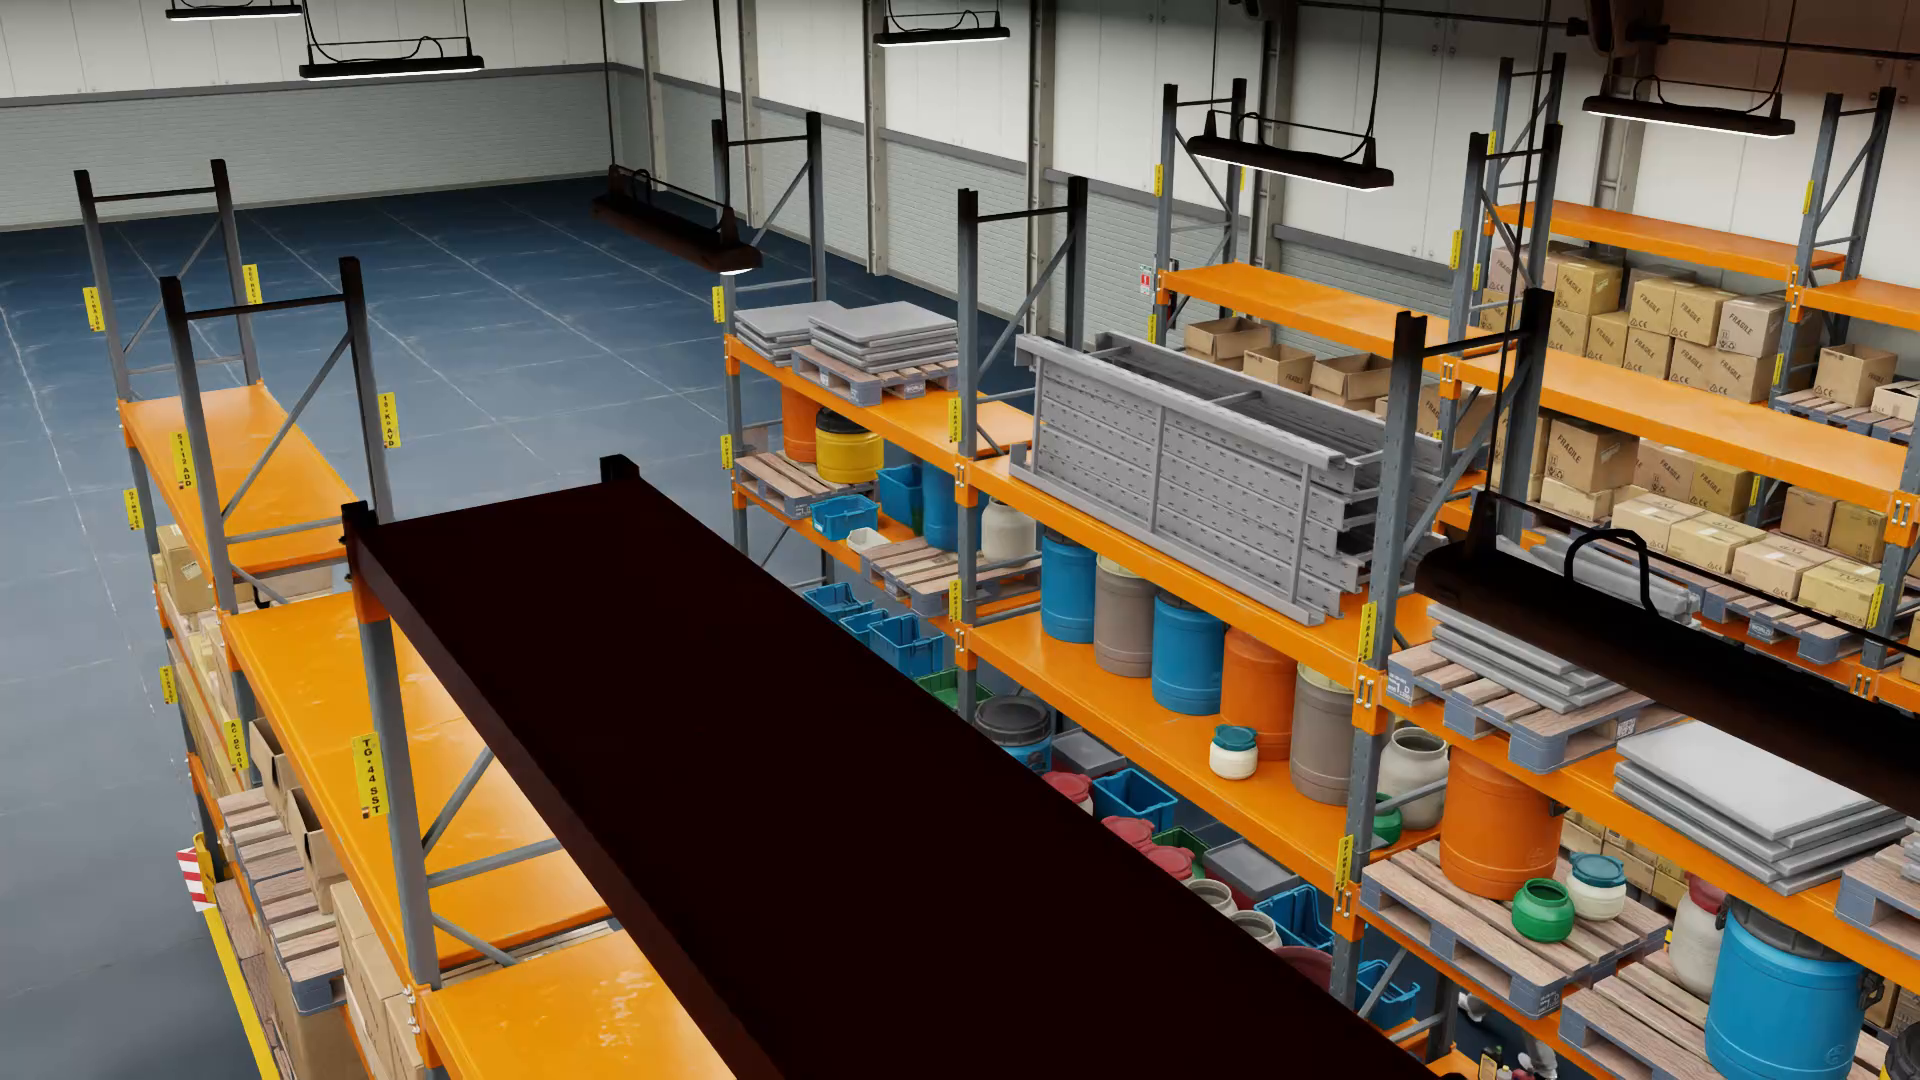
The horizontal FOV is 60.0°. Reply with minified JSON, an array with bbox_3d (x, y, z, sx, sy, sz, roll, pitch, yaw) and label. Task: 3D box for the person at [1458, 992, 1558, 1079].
[{"bbox_3d":[3.955,2.930,11.881,0.509,1.603,1.064,-13,25,-29],"label":"person"}]
